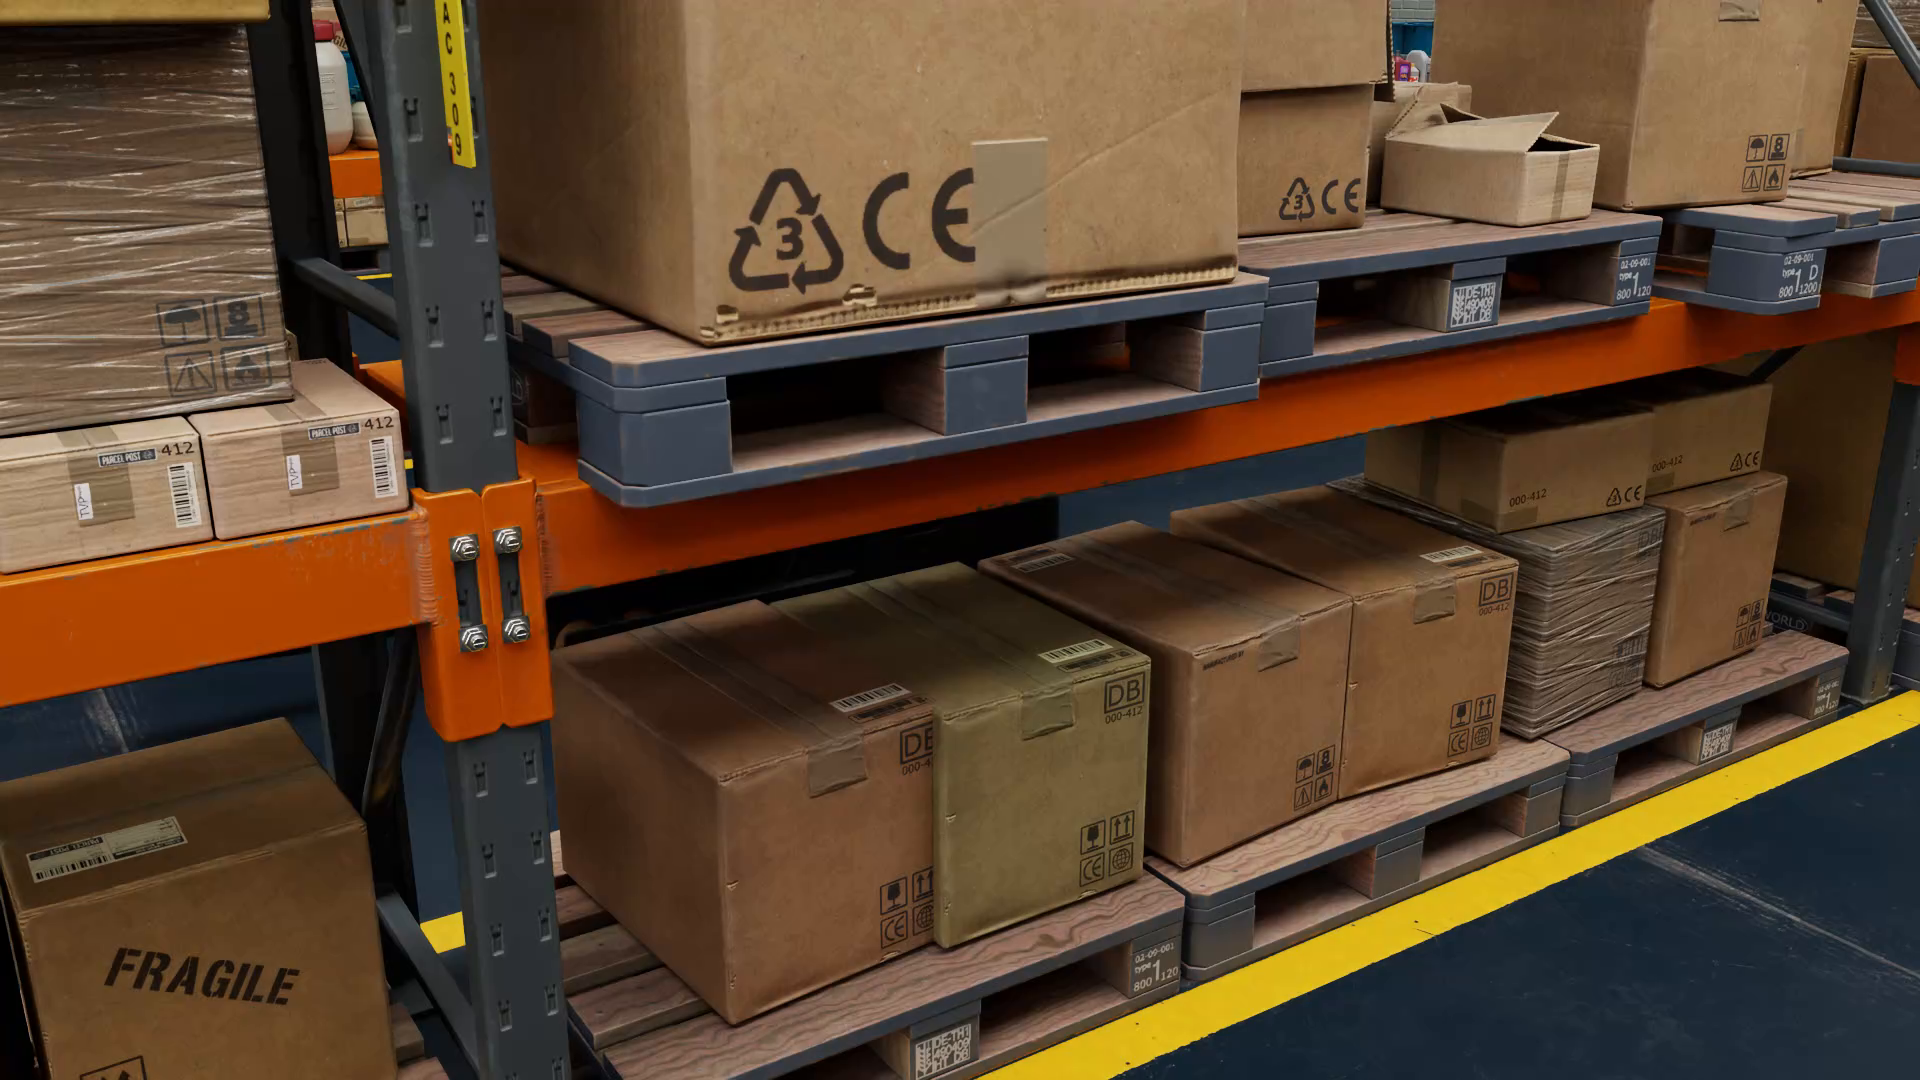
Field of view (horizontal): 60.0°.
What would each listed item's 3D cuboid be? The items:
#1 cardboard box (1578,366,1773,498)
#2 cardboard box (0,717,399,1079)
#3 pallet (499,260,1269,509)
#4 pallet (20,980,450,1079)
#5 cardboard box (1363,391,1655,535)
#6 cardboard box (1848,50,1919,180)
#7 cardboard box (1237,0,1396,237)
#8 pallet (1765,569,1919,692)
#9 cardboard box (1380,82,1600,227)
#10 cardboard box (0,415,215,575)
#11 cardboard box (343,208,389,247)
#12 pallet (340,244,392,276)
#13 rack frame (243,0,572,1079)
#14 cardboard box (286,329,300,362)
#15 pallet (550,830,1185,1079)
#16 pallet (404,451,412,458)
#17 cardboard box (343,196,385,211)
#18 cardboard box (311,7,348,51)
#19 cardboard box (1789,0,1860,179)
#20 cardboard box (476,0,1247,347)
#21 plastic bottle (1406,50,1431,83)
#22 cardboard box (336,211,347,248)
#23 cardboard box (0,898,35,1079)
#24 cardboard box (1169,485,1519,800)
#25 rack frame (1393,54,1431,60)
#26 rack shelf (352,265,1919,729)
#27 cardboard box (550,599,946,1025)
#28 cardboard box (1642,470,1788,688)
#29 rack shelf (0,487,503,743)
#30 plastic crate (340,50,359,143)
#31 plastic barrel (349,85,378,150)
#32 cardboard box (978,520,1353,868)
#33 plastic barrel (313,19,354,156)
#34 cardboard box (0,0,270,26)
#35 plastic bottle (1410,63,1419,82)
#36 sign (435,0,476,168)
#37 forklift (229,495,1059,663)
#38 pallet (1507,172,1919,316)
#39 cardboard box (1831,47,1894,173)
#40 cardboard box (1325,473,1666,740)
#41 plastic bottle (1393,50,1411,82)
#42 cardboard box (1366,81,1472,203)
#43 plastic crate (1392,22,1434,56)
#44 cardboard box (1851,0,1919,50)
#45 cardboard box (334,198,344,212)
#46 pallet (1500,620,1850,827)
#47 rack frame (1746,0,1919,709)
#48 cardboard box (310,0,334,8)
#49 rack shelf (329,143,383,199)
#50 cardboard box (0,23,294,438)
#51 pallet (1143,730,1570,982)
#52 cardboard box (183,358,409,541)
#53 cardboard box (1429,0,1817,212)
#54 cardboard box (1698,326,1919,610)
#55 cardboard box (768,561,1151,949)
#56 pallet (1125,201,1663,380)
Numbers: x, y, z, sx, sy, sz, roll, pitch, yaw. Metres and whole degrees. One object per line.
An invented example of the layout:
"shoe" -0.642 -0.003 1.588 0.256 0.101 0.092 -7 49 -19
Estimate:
"cardboard box" 1.847 -0.332 4.589 0.500 0.250 0.500 -11 22 -29
"cardboard box" -1.306 0.671 2.824 0.500 0.500 0.500 -13 22 -33
"pallet" -0.232 -0.379 2.981 1.213 0.211 1.003 -12 22 -31
"pallet" -1.492 1.075 2.736 1.213 0.211 1.003 -12 22 -31
"cardboard box" 1.410 -0.236 4.304 0.500 0.250 0.500 -9 21 -25
"cardboard box" 2.946 -1.139 4.774 0.500 0.500 0.500 -11 22 -30
"cardboard box" 0.447 -0.952 3.560 0.637 0.503 0.797 -9 21 -26
"pallet" 3.090 0.124 5.549 1.213 0.211 1.003 -12 22 -31
"cardboard box" 1.146 -0.848 3.623 0.258 0.266 0.396 -13 22 -33
"cardboard box" -1.182 -0.097 2.240 0.250 0.149 0.380 -12 22 -31
"cardboard box" -4.210 -2.288 11.966 0.500 0.250 0.500 -11 22 -30
"pallet" -4.782 -2.060 12.008 1.213 0.211 1.003 -12 22 -31
"rack frame" -0.950 -0.374 2.668 0.127 3.000 1.000 -12 22 -31
"cardboard box" -1.295 -0.298 2.834 0.250 0.149 0.380 -12 22 -31
"pallet" -0.301 0.809 3.521 1.213 0.211 1.003 -12 22 -31
"pallet" -3.040 -0.527 7.473 1.213 0.211 1.003 -12 22 -31
"cardboard box" -4.210 -2.551 11.870 0.500 0.311 0.500 -12 22 -32
"cardboard box" -4.447 -3.476 11.688 0.500 0.500 0.500 -13 23 -34
"cardboard box" 1.961 -1.219 4.355 0.500 0.500 0.500 -15 24 -38
"cardboard box" -0.210 -0.960 2.807 1.000 1.000 1.000 -12 22 -31
"plastic bottle" 2.856 -2.893 10.313 0.135 0.276 0.152 -12 22 -31
"cardboard box" -4.638 -2.197 11.696 0.500 0.250 0.500 -11 22 -30
"cardboard box" -1.781 0.774 2.519 0.500 0.500 0.500 -5 19 -14
"cardboard box" 0.916 0.223 4.117 0.500 0.500 0.700 -10 21 -27
"rack frame" 3.007 -3.108 10.754 0.127 3.000 1.000 -12 22 -31
"rack shelf" 0.720 -0.385 3.825 4.000 0.370 1.077 -12 22 -31
"cardboard box" -0.426 0.499 3.300 0.500 0.500 0.700 -14 23 -36
"cardboard box" 1.842 0.021 4.717 0.500 0.500 0.700 -13 23 -34
"rack shelf" -2.621 0.319 1.741 4.000 0.370 1.077 -12 22 -31
"plastic crate" -2.924 -1.969 7.410 0.575 0.384 0.392 -12 22 -31
"plastic barrel" -2.485 -1.825 7.177 0.301 0.262 0.301 0 19 0
"cardboard box" 0.450 0.322 3.826 0.500 0.500 0.700 -14 23 -36
"plastic barrel" -2.755 -1.873 6.889 0.433 0.535 0.433 0 19 0
"cardboard box" -1.175 -0.883 1.992 0.500 0.500 0.500 -12 22 -31
"plastic bottle" 2.774 -2.830 10.243 0.097 0.201 0.097 0 19 0
"sign" -0.646 -0.640 2.104 0.005 0.325 0.100 -12 22 -31
"forklift" -1.168 -1.171 5.131 3.031 2.935 1.130 -11 22 -30
"pallet" 1.854 -0.834 4.327 1.003 0.211 1.213 -12 22 -31
"cardboard box" 2.666 -1.279 5.189 0.500 0.500 0.500 -11 22 -30
"cardboard box" 1.386 0.122 4.417 0.500 0.500 0.700 -14 23 -36
"plastic bottle" 2.688 -2.844 10.155 0.133 0.283 0.061 -12 22 -31
"cardboard box" 0.864 -0.973 4.017 0.500 0.250 0.500 -13 22 -33
"plastic crate" 3.209 -3.302 11.260 0.575 0.384 0.392 -12 22 -31
"cardboard box" 3.010 -1.726 4.943 0.637 0.503 0.797 -11 22 -30
"cardboard box" -4.630 -2.464 11.611 0.500 0.311 0.500 -11 22 -30
"pallet" 1.737 0.380 4.792 1.213 0.211 1.003 -12 22 -31
"rack frame" 2.390 -1.079 4.752 0.127 3.000 1.000 -12 22 -31
"cardboard box" -6.169 -5.224 16.169 0.500 0.500 0.700 -15 24 -38
"rack shelf" -2.004 -1.710 7.743 4.000 0.370 1.077 -12 22 -31
"cardboard box" -1.360 -0.500 2.418 0.500 0.500 0.875 -12 22 -31
"pallet" 0.719 0.593 4.160 1.213 0.211 1.003 -12 22 -31
"cardboard box" -0.968 -0.139 2.363 0.250 0.149 0.380 -12 22 -31
"cardboard box" 1.550 -1.094 3.985 0.500 0.500 0.700 -8 20 -23
"cardboard box" 2.978 -0.387 5.368 0.875 0.875 1.225 -13 23 -34
"cardboard box" -0.017 0.420 3.534 0.500 0.500 0.700 -12 22 -32
"pallet" 0.760 -0.628 3.719 1.213 0.211 1.003 -12 22 -31
